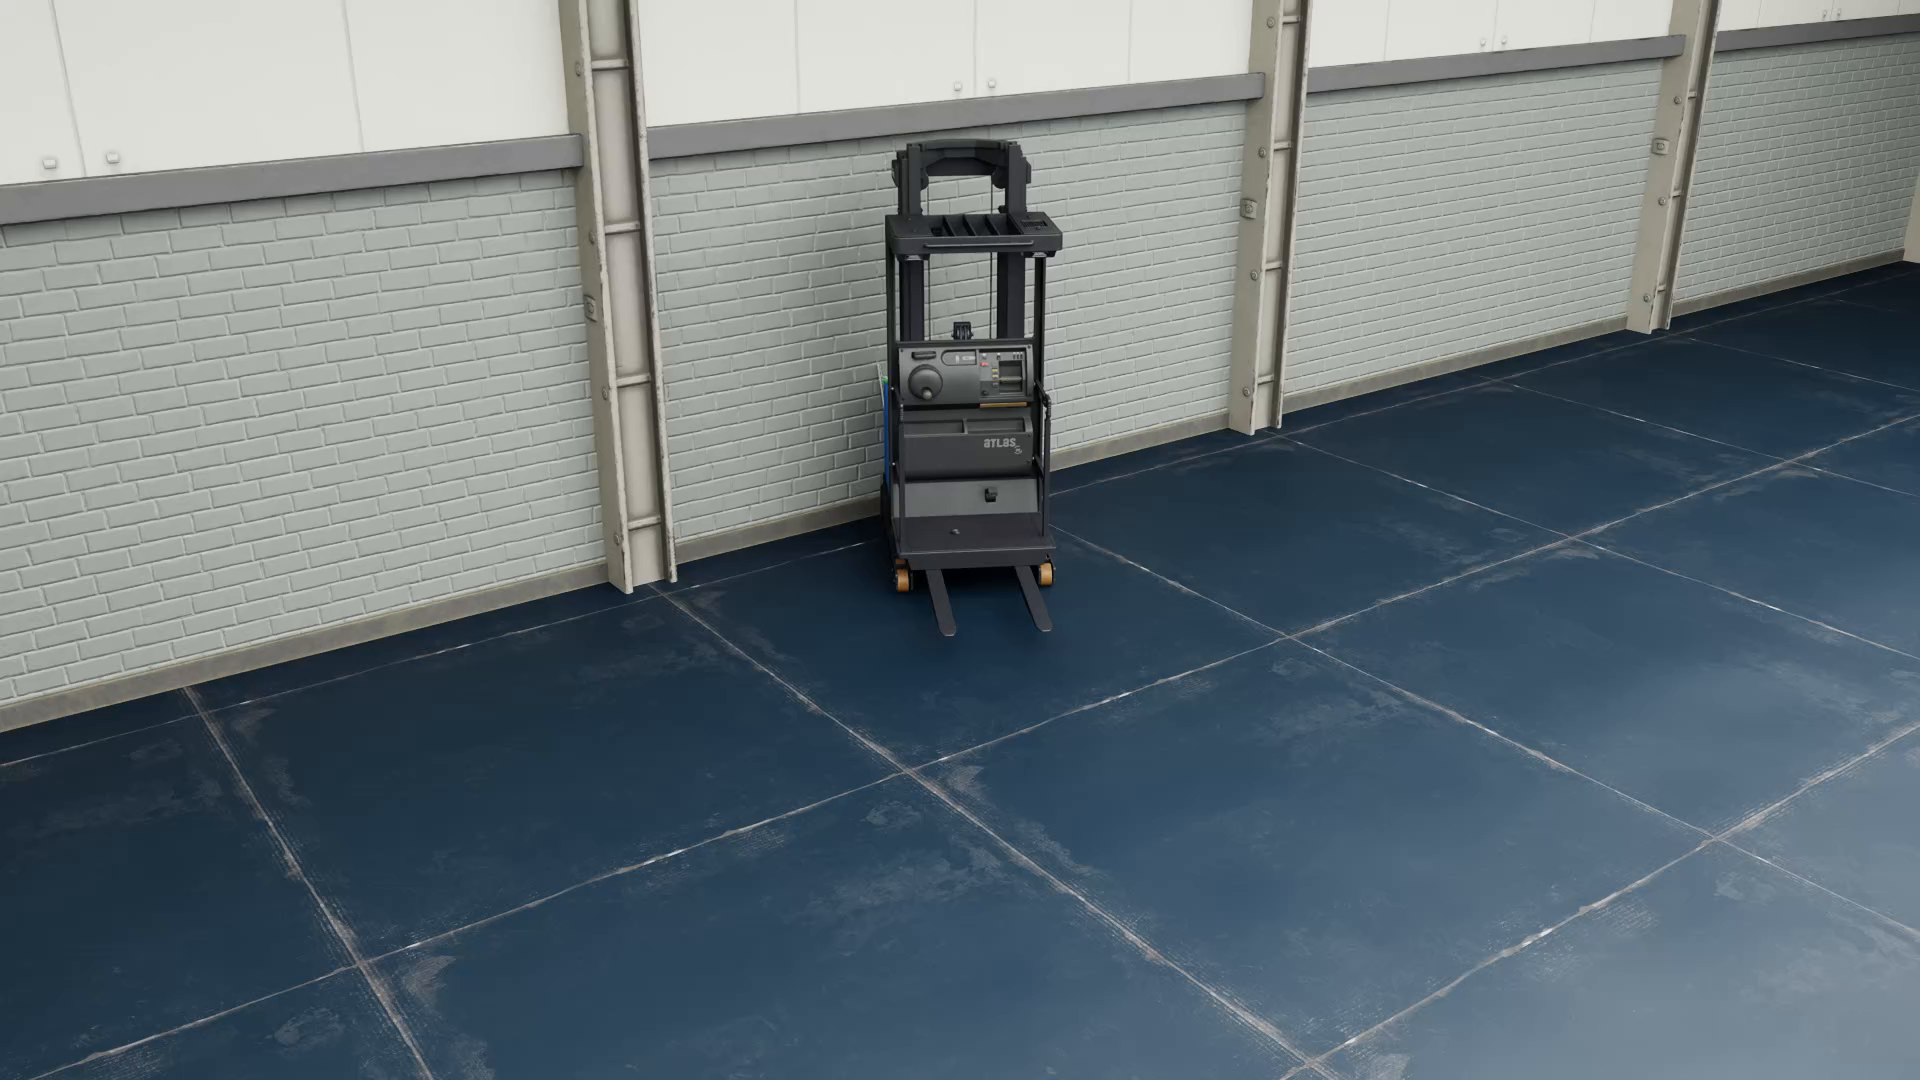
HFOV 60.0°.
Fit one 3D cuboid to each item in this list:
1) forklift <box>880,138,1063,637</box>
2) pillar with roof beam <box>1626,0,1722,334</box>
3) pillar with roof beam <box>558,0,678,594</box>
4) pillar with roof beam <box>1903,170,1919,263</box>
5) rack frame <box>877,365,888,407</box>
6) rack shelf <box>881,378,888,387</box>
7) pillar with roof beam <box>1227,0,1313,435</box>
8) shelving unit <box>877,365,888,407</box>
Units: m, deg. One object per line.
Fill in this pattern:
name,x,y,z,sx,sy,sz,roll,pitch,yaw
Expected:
forklift,0.068,-1.132,11.278,1.130,2.935,3.031,-2,22,-6
pillar with roof beam,10.023,-5.199,13.282,0.400,9.000,9.100,-15,26,-33
pillar with roof beam,0.282,-2.601,6.773,0.400,9.000,9.100,-15,26,-33
pillar with roof beam,14.894,-6.497,16.537,0.400,9.000,9.100,-15,26,-33
rack frame,-0.471,-0.740,12.630,0.015,1.200,0.240,-23,28,-30
rack shelf,-0.328,-1.198,12.586,0.480,0.148,0.258,-23,28,-30
pillar with roof beam,5.153,-3.900,10.028,0.400,9.000,9.100,-15,26,-33
shelving unit,-0.276,-0.821,12.753,0.503,1.200,0.258,-23,28,-30
